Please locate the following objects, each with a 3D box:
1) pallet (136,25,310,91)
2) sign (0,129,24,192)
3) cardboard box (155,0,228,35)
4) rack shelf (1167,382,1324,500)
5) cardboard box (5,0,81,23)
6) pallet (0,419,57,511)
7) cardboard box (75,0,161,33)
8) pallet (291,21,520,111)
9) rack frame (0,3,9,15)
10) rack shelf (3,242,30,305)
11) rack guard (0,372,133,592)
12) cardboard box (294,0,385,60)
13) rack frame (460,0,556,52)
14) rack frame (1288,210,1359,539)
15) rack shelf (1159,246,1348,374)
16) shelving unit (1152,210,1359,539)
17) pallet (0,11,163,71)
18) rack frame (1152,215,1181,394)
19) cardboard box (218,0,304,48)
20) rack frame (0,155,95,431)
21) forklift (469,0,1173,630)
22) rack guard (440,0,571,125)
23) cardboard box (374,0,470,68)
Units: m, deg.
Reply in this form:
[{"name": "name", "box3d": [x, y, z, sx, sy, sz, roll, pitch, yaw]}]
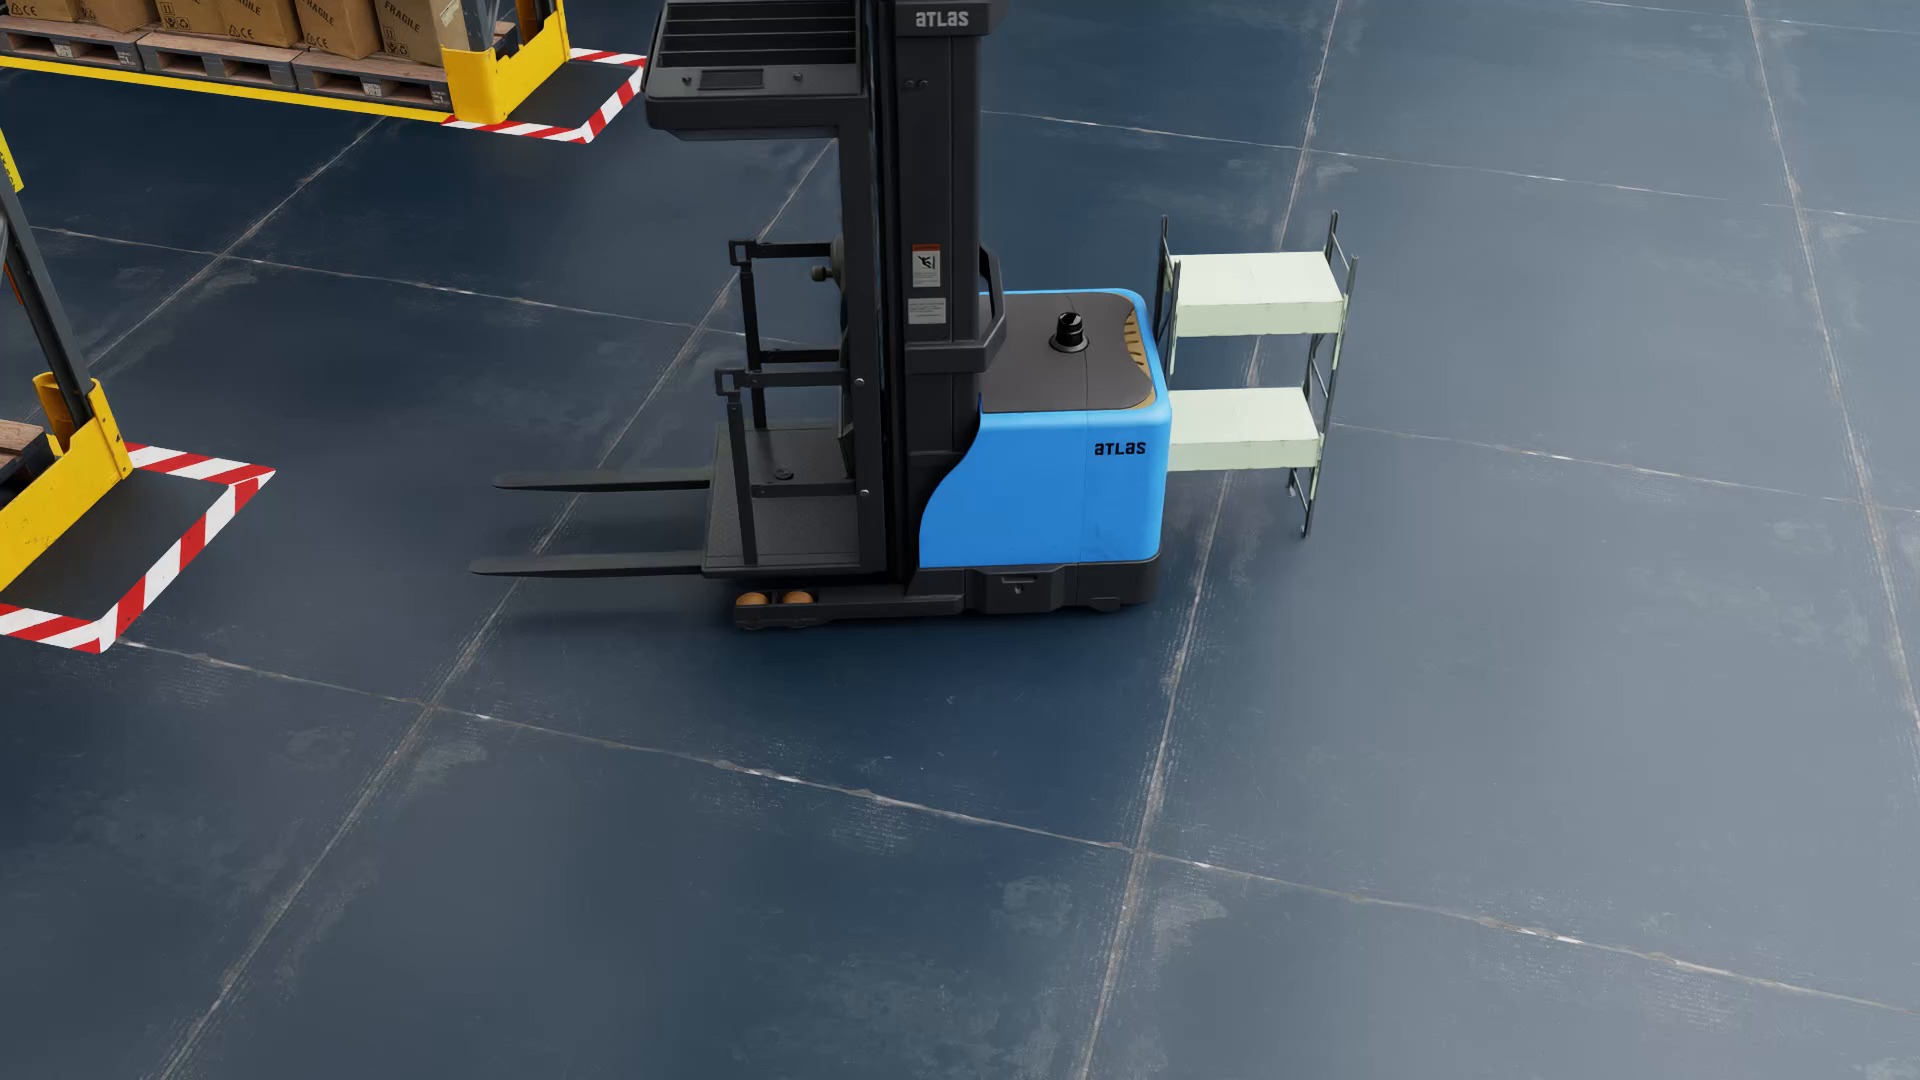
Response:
[{"name": "pallet", "box3d": [-5.034, -3.586, 11.881, 1.213, 0.211, 1.003, 10, 41, 11]}, {"name": "sign", "box3d": [-4.144, -1.651, 7.192, 0.005, 0.325, 0.100, 10, 41, 11]}, {"name": "cardboard box", "box3d": [-5.322, -3.913, 11.718, 0.500, 0.500, 0.500, 6, 40, 8]}, {"name": "rack shelf", "box3d": [1.249, -0.448, 7.648, 0.720, 0.370, 0.431, -2, 40, -2]}, {"name": "cardboard box", "box3d": [-6.498, -4.058, 11.891, 0.500, 0.500, 0.500, 9, 41, 10]}, {"name": "pallet", "box3d": [-5.159, -0.257, 7.917, 1.213, 0.211, 1.003, 10, 41, 11]}, {"name": "cardboard box", "box3d": [-5.942, -3.967, 11.783, 0.500, 0.500, 0.500, 23, 45, 25]}, {"name": "pallet", "box3d": [-3.859, -3.382, 11.638, 1.213, 0.211, 1.003, 10, 41, 11]}, {"name": "rack frame", "box3d": [-6.874, -4.946, 11.331, 0.127, 3.000, 1.000, 10, 41, 11]}, {"name": "rack shelf", "box3d": [-6.222, -1.260, 7.502, 4.000, 0.370, 1.077, 10, 41, 11]}, {"name": "rack guard", "box3d": [-4.376, -0.230, 7.659, 0.348, 0.500, 1.175, 10, 41, 11]}, {"name": "cardboard box", "box3d": [-4.195, -3.676, 11.437, 0.500, 0.500, 0.500, 20, 44, 23]}, {"name": "rack frame", "box3d": [-3.010, -4.281, 10.539, 0.127, 3.000, 1.000, 10, 41, 11]}, {"name": "rack frame", "box3d": [1.614, -0.709, 7.453, 0.023, 1.500, 0.400, -2, 40, -2]}, {"name": "rack shelf", "box3d": [1.249, -0.996, 7.188, 0.720, 0.370, 0.431, -2, 40, -2]}, {"name": "shelving unit", "box3d": [1.249, -0.697, 7.439, 0.755, 1.500, 0.431, -2, 40, -2]}, {"name": "pallet", "box3d": [-6.216, -3.788, 12.121, 1.213, 0.211, 1.003, 10, 41, 11]}, {"name": "rack frame", "box3d": [0.883, -0.685, 7.424, 0.023, 1.500, 0.400, -2, 40, -2]}, {"name": "cardboard box", "box3d": [-4.795, -3.792, 11.575, 0.500, 0.500, 0.500, 13, 42, 15]}, {"name": "rack frame", "box3d": [-4.290, -1.203, 6.875, 0.127, 3.000, 1.000, 10, 41, 11]}, {"name": "forklift", "box3d": [-0.653, -1.079, 6.780, 3.031, 2.935, 1.130, -2, 40, -2]}, {"name": "rack guard", "box3d": [-3.083, -3.336, 11.358, 0.348, 0.500, 1.175, 10, 41, 11]}, {"name": "cardboard box", "box3d": [-3.609, -3.598, 11.344, 0.500, 0.500, 0.500, 17, 43, 19]}]
